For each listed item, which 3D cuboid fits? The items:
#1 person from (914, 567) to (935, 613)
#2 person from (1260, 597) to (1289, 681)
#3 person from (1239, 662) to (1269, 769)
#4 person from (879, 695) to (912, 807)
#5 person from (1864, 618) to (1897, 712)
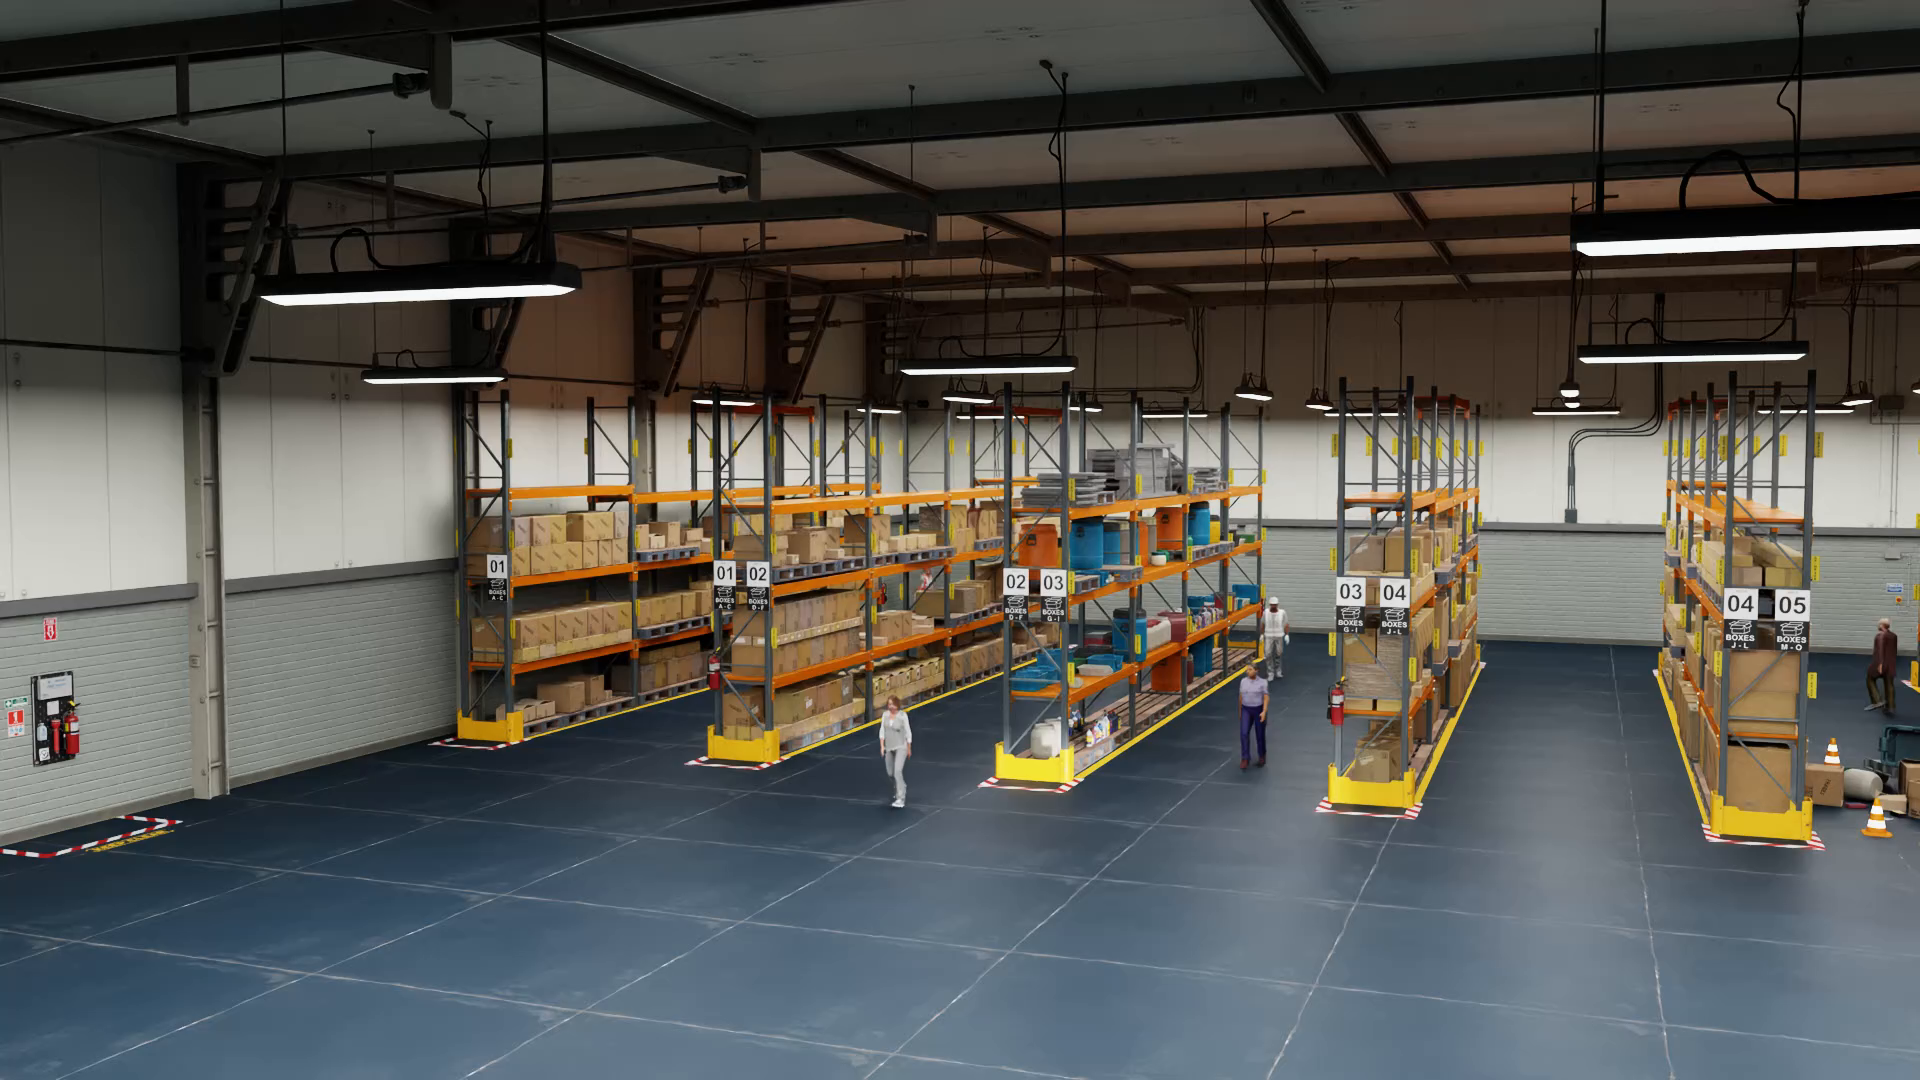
[{"bbox_3d":[-0.960,1.555,47.035,1.140,1.734,0.515,2,4,35],"label":"person"},{"bbox_3d":[6.826,2.138,36.092,0.636,1.821,0.579,1,3,14],"label":"person"},{"bbox_3d":[4.610,2.735,26.158,0.508,1.620,0.865,1,3,22],"label":"person"},{"bbox_3d":[-0.886,2.944,23.407,0.449,1.544,0.770,2,4,30],"label":"person"},{"bbox_3d":[17.540,2.431,31.498,0.579,1.690,0.581,0,3,-3],"label":"person"}]
